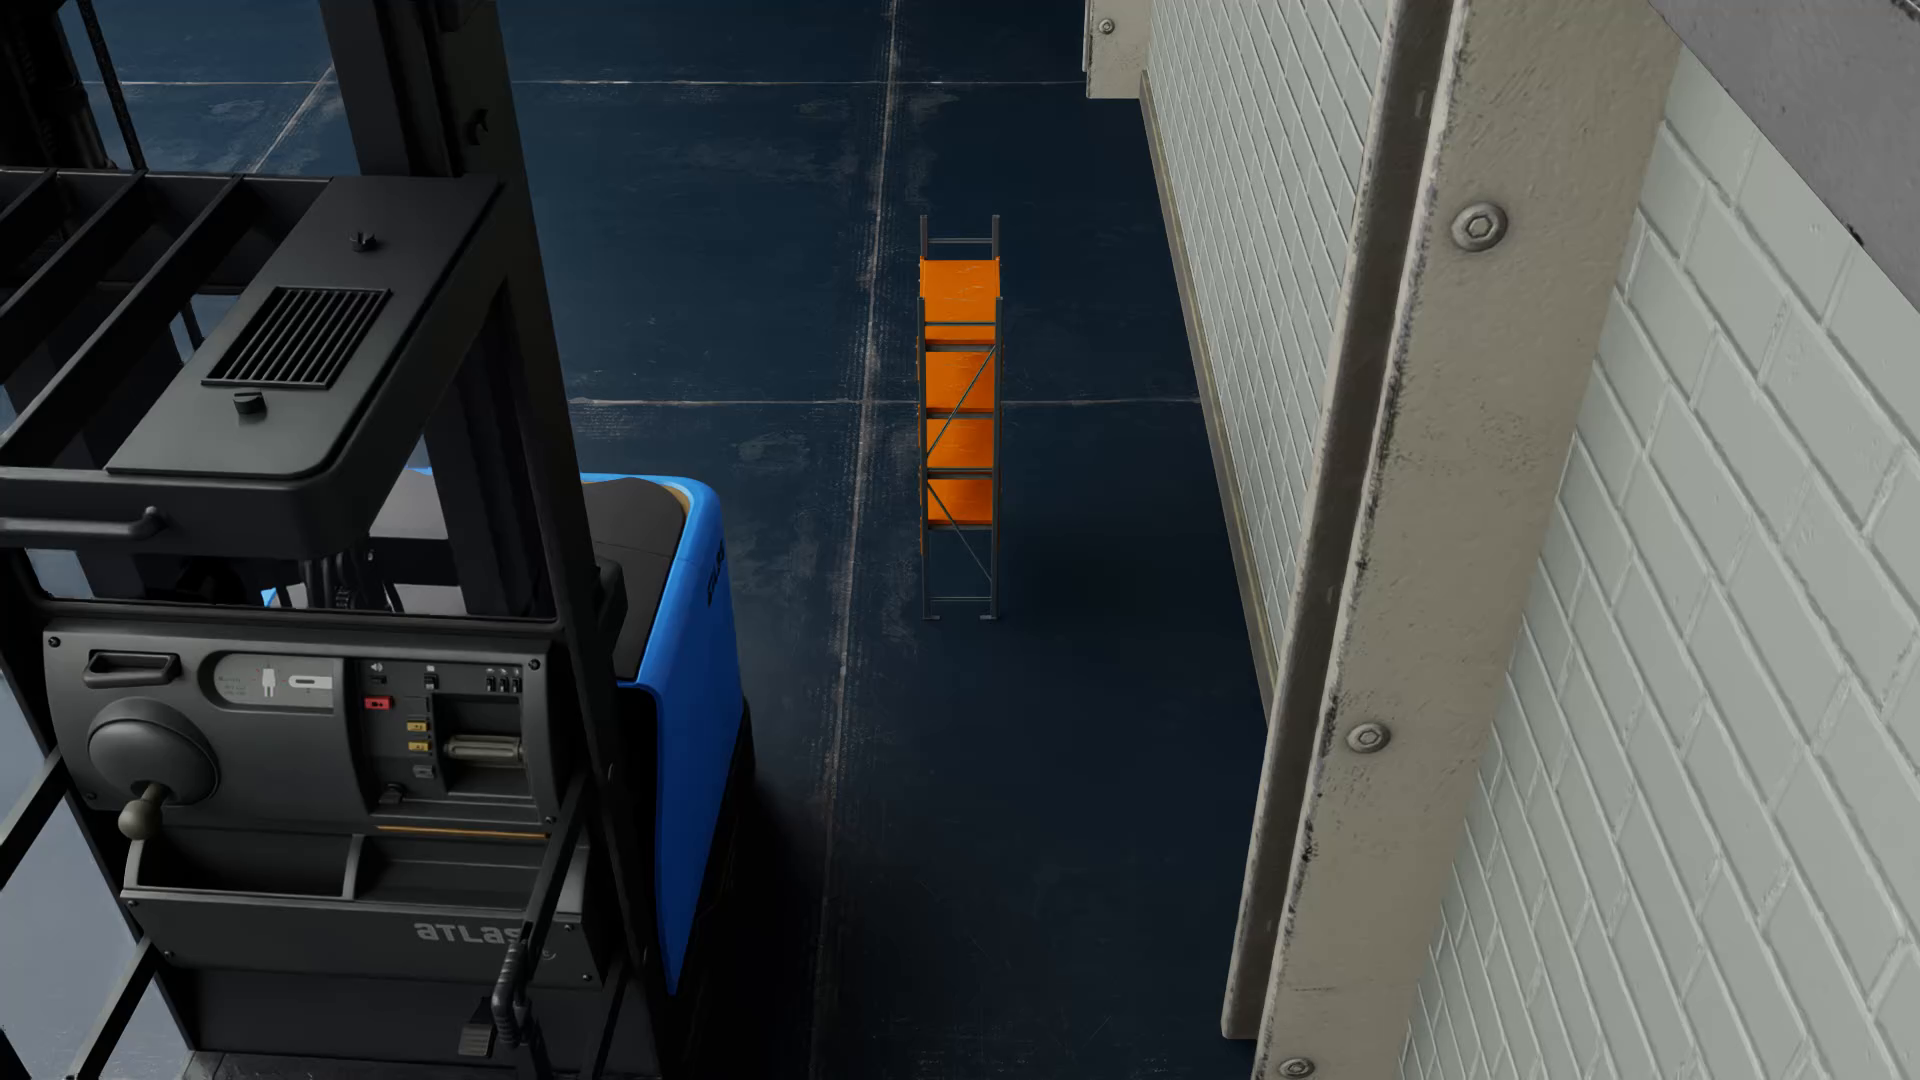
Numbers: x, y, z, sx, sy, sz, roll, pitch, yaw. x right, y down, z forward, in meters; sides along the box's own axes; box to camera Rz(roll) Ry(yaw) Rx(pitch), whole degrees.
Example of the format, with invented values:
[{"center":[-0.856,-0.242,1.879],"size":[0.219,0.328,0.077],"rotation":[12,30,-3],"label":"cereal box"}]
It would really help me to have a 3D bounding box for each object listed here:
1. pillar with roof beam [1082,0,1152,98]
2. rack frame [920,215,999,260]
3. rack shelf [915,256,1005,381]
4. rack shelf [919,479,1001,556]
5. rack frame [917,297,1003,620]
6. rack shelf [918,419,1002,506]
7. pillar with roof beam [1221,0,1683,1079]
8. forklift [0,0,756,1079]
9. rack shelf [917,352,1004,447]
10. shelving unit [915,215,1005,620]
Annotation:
[{"center":[-3.495,-5.919,5.940],"size":[9.100,9.000,0.400],"rotation":[0,39,0],"label":"pillar with roof beam"},{"center":[0.000,-0.517,5.436],"size":[0.240,1.200,0.015],"rotation":[0,39,0],"label":"rack frame"},{"center":[0.000,-0.671,5.000],"size":[0.258,0.148,0.480],"rotation":[0,39,0],"label":"rack shelf"},{"center":[0.000,-0.157,5.412],"size":[0.258,0.148,0.480],"rotation":[0,39,0],"label":"rack shelf"},{"center":[0.000,-0.212,5.055],"size":[0.240,1.200,0.015],"rotation":[0,39,0],"label":"rack frame"},{"center":[0.000,-0.312,5.288],"size":[0.258,0.148,0.480],"rotation":[0,39,0],"label":"rack shelf"},{"center":[-3.488,-2.167,1.258],"size":[9.100,9.000,0.400],"rotation":[0,39,0],"label":"pillar with roof beam"},{"center":[-1.211,0.433,2.866],"size":[1.130,2.935,3.031],"rotation":[2,39,3],"label":"forklift"},{"center":[0.000,-0.487,5.148],"size":[0.258,0.148,0.480],"rotation":[0,39,0],"label":"rack shelf"},{"center":[0.000,-0.365,5.246],"size":[0.258,1.200,0.503],"rotation":[0,39,0],"label":"shelving unit"}]
